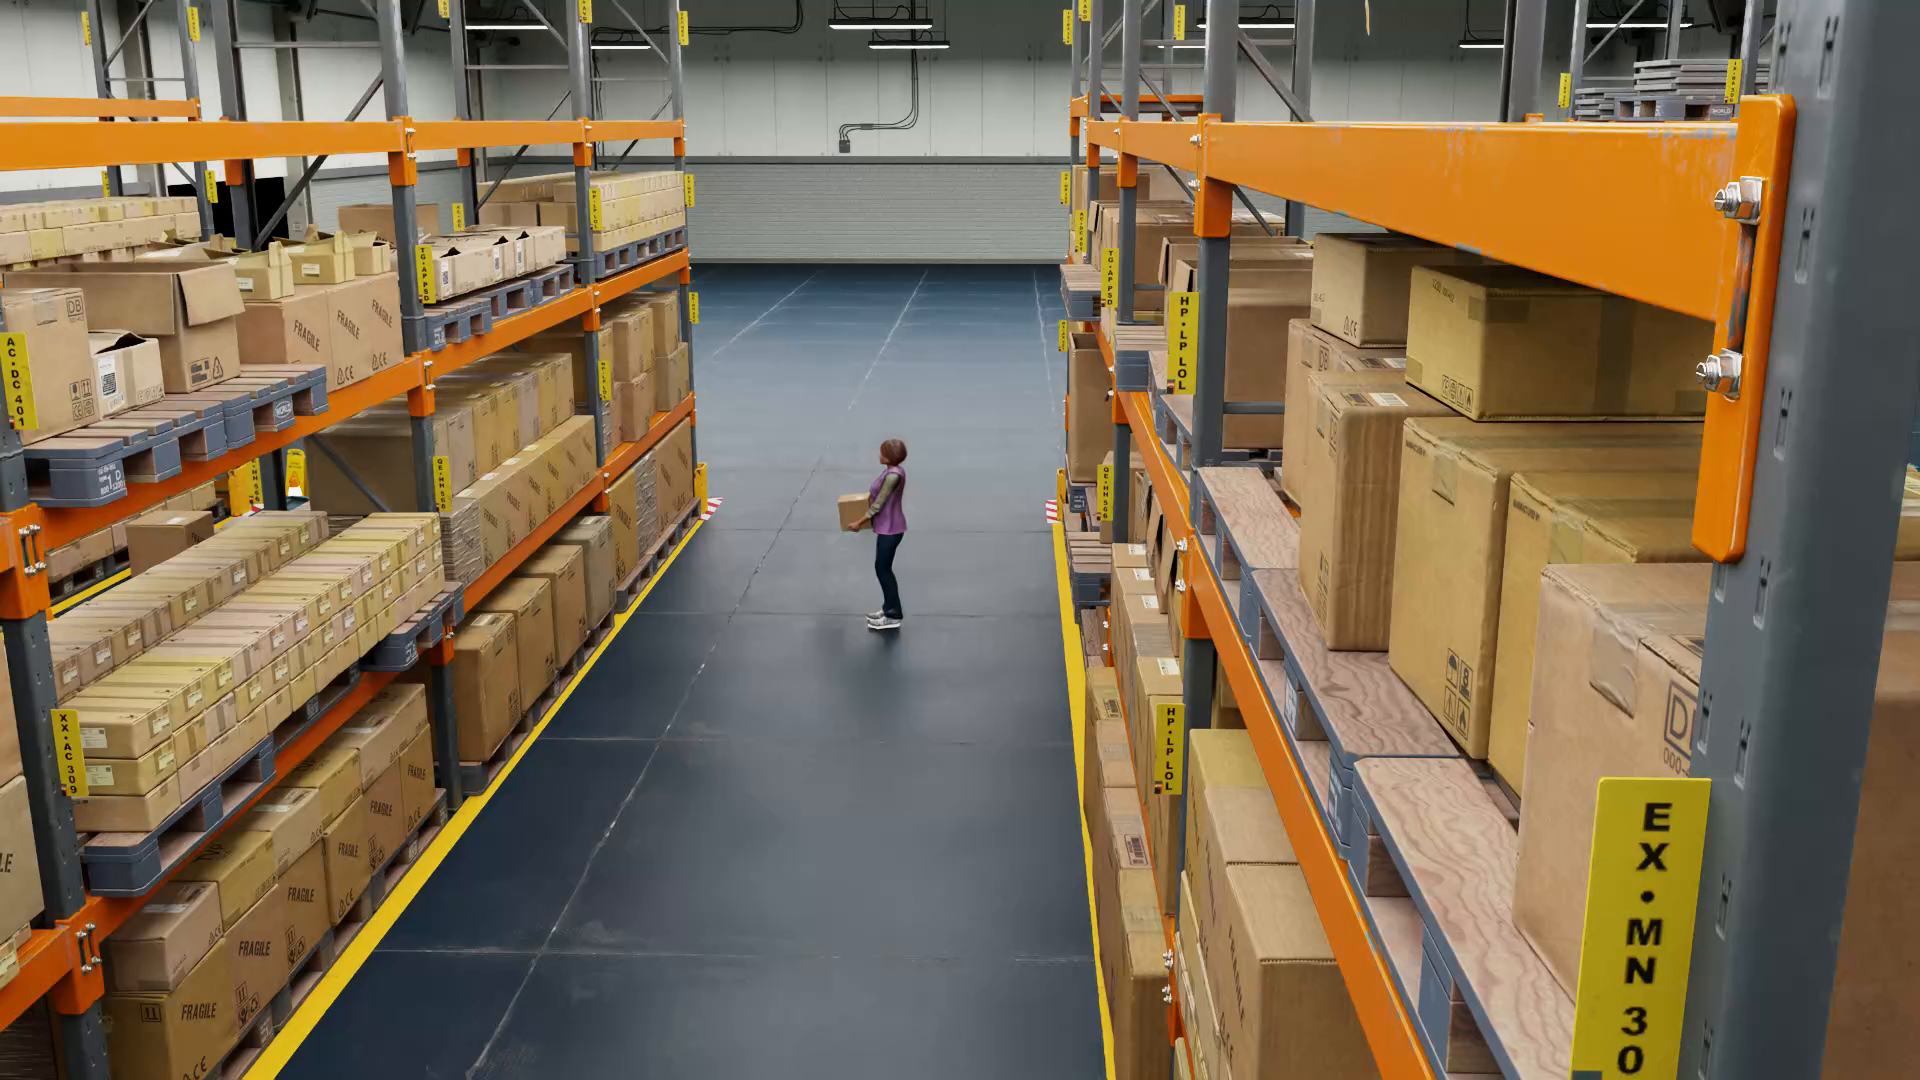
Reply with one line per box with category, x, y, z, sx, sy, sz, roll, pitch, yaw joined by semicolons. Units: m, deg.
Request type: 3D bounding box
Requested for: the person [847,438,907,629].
person;-0.681;-0.063;13.785;0.493;1.592;0.404;1;14;3
